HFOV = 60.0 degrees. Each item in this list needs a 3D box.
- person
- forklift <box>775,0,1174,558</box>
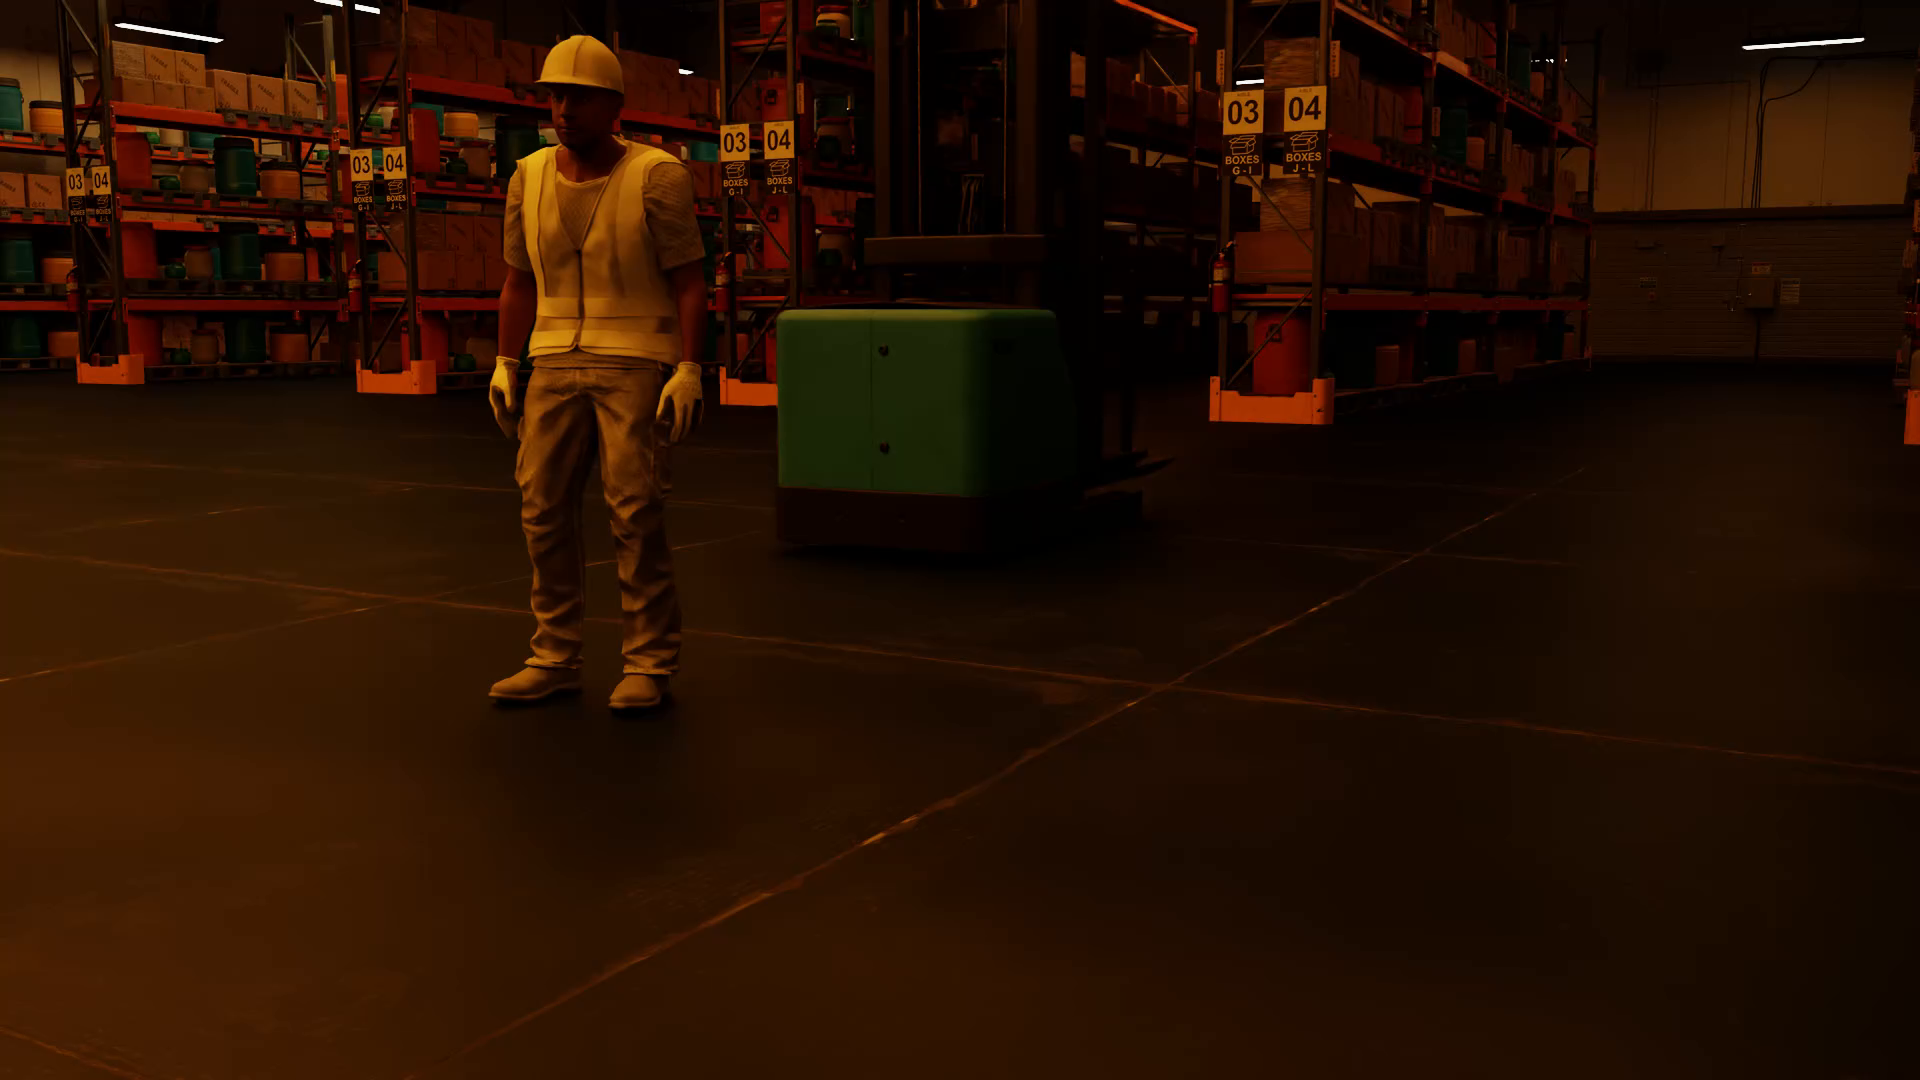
[{"bbox_3d":[-0.983,-0.434,4.488,0.616,1.772,0.453,2,8,16],"label":"person"},{"bbox_3d":[0.279,-1.537,8.229,1.130,2.935,3.031,4,9,25],"label":"forklift"}]
